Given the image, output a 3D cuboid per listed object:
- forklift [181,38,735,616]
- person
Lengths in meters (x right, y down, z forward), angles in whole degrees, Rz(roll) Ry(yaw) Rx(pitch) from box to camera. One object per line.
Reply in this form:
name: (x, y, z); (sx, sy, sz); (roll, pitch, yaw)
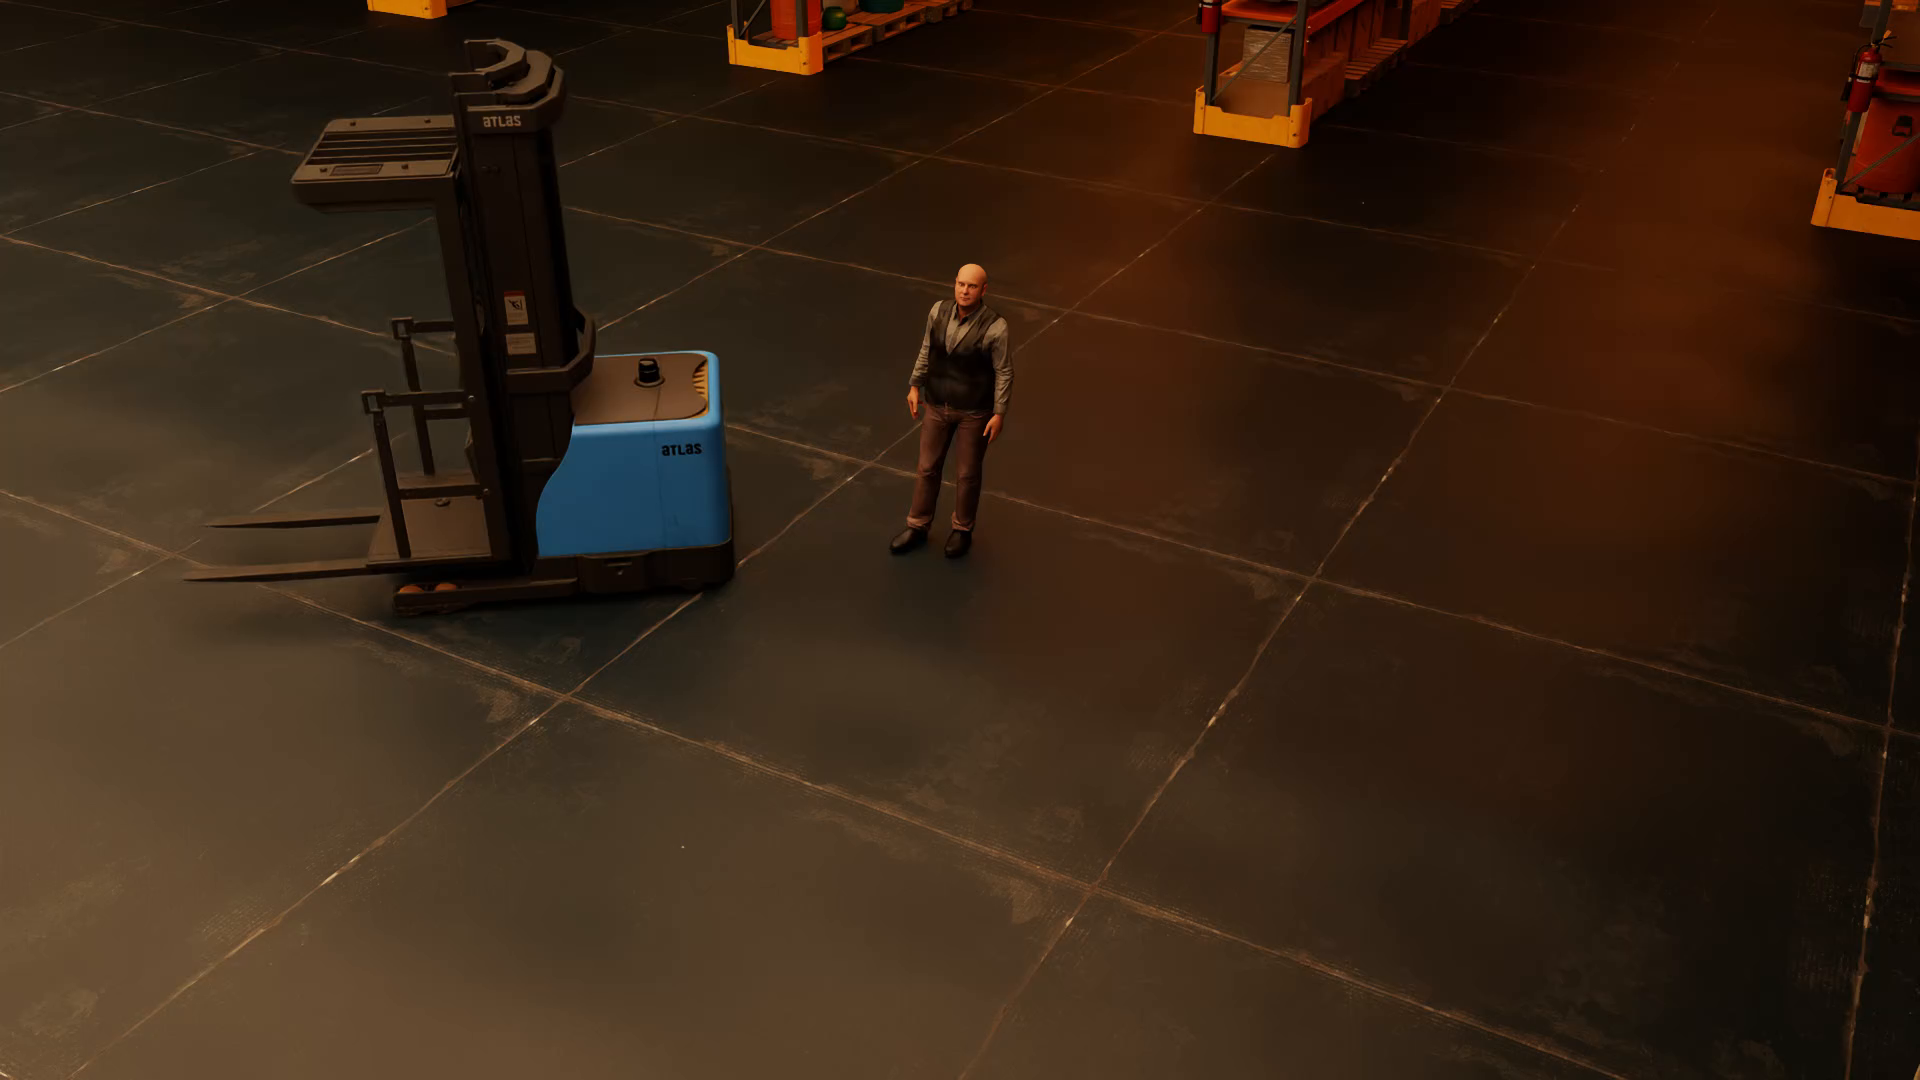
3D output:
forklift: (-2.849, -1.129, 9.027); (3.031, 2.935, 1.130); (-4, 30, -7)
person: (-0.037, -0.726, 9.524); (0.633, 1.722, 0.566); (15, 33, 25)
